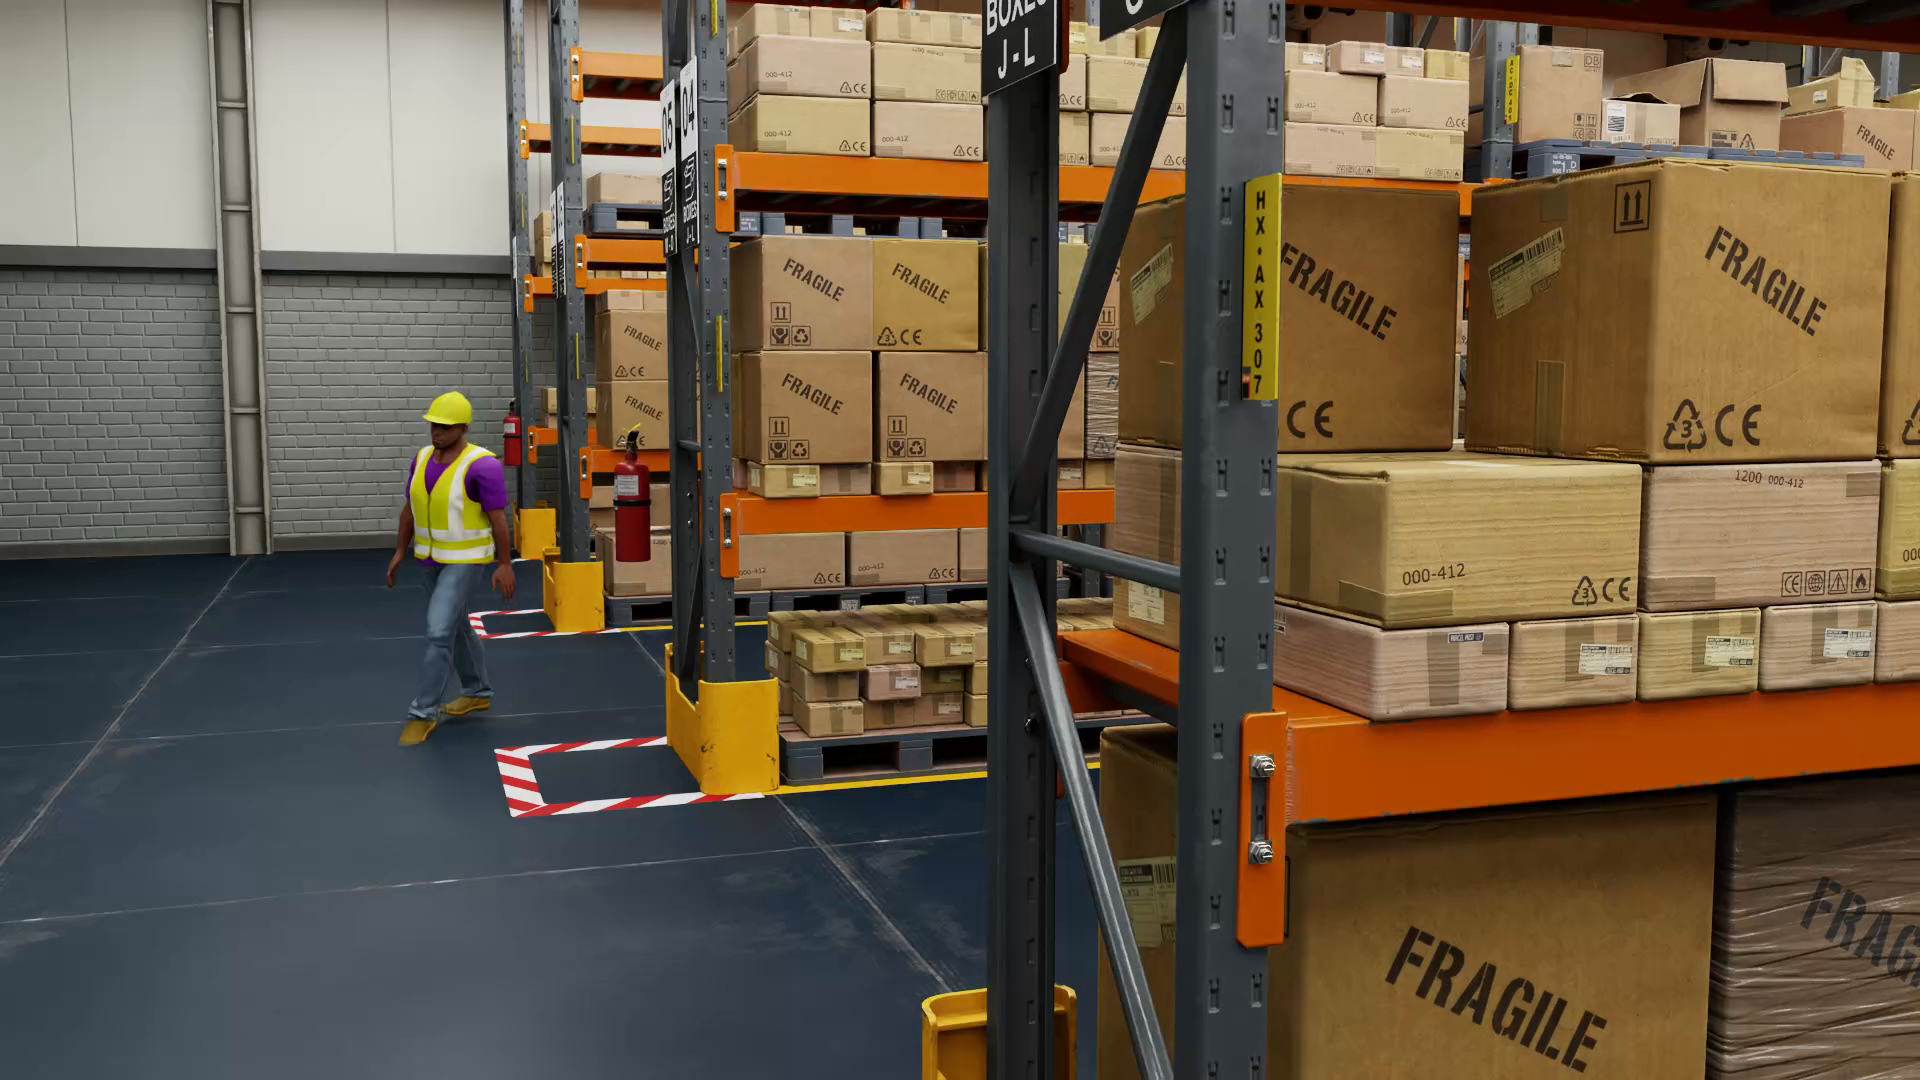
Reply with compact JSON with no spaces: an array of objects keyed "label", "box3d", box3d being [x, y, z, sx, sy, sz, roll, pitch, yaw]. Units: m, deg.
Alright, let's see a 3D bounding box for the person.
[{"label":"person","box3d":[-2.672,0.145,8.571,0.663,1.815,0.773,4,7,33]}]
